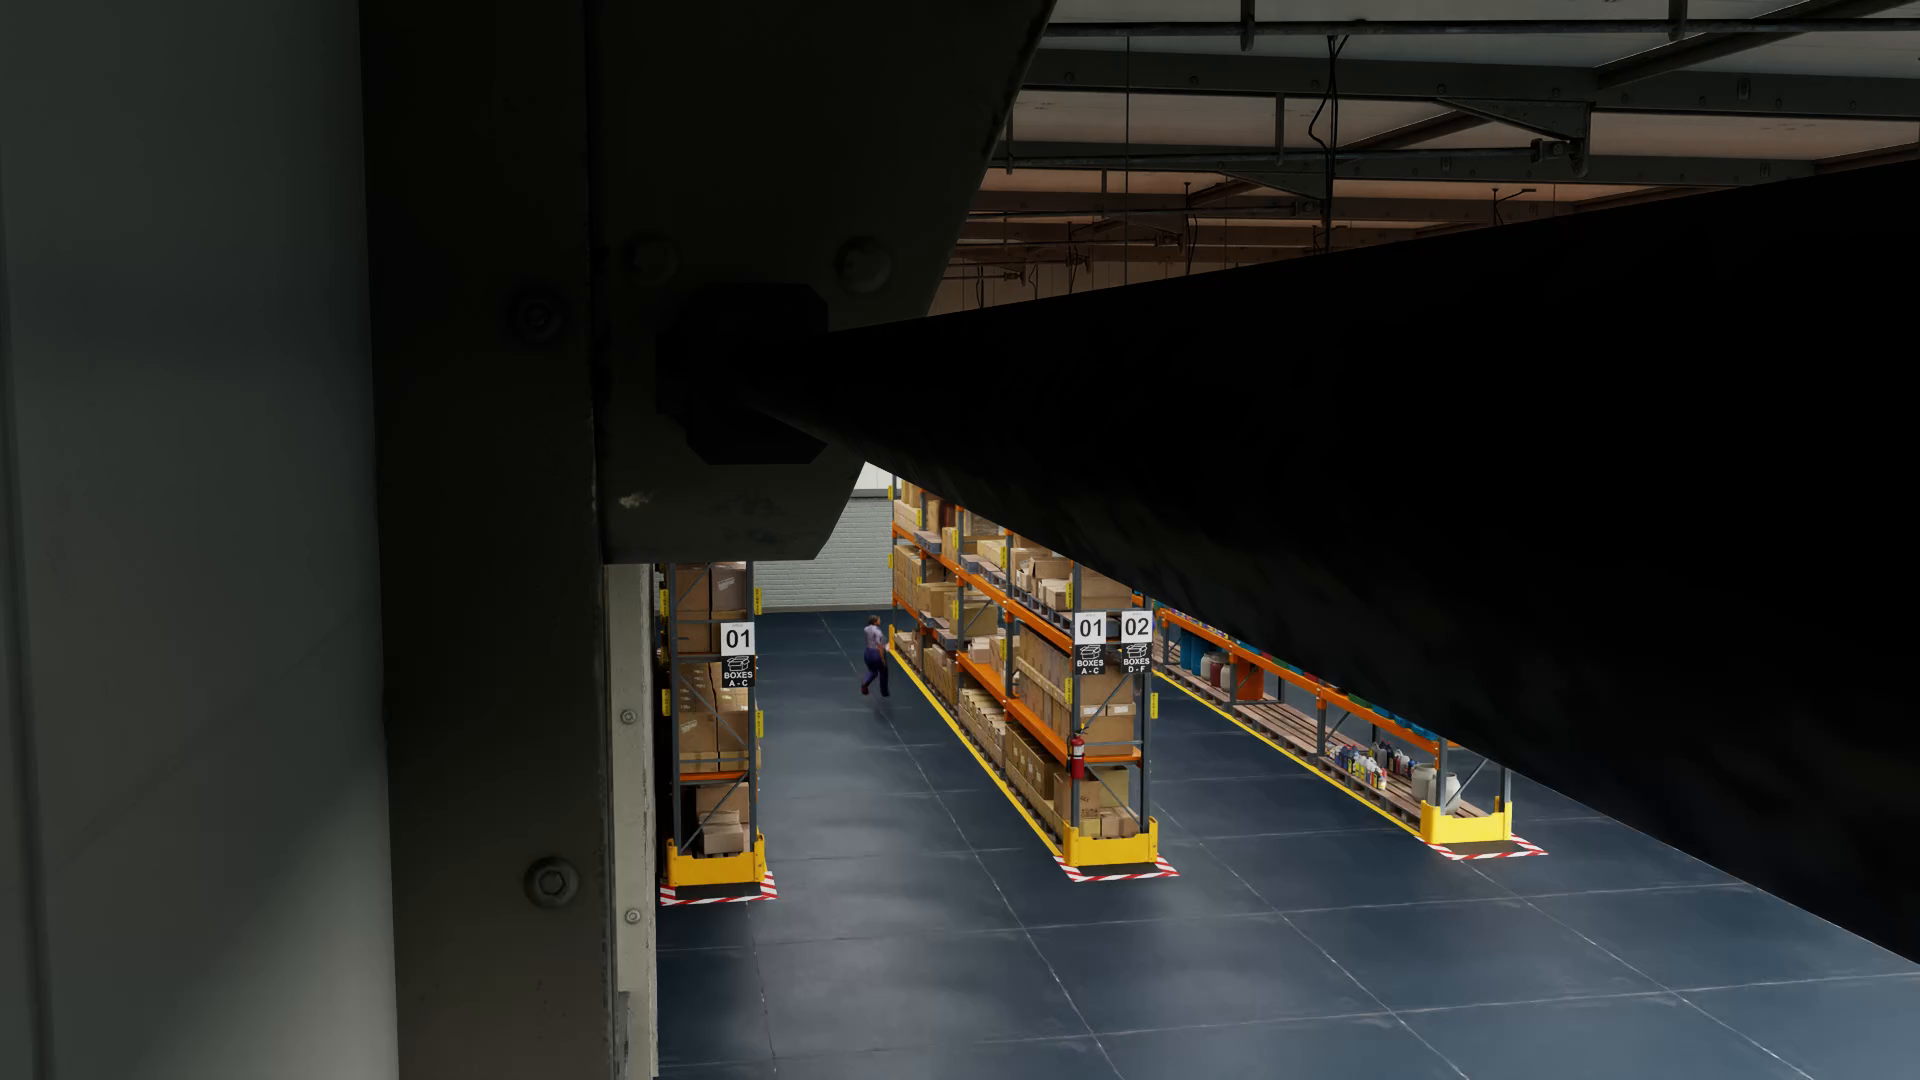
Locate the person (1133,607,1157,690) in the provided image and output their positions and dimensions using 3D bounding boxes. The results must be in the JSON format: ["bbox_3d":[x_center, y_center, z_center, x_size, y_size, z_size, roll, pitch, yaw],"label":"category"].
[{"bbox_3d":[3.399,2.029,30.823,0.461,1.575,0.476,-5,8,-36],"label":"person"}]

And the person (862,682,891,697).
[{"bbox_3d":[-1.523,2.729,30.824,0.220,0.413,0.744,5,8,39],"label":"person"}]
